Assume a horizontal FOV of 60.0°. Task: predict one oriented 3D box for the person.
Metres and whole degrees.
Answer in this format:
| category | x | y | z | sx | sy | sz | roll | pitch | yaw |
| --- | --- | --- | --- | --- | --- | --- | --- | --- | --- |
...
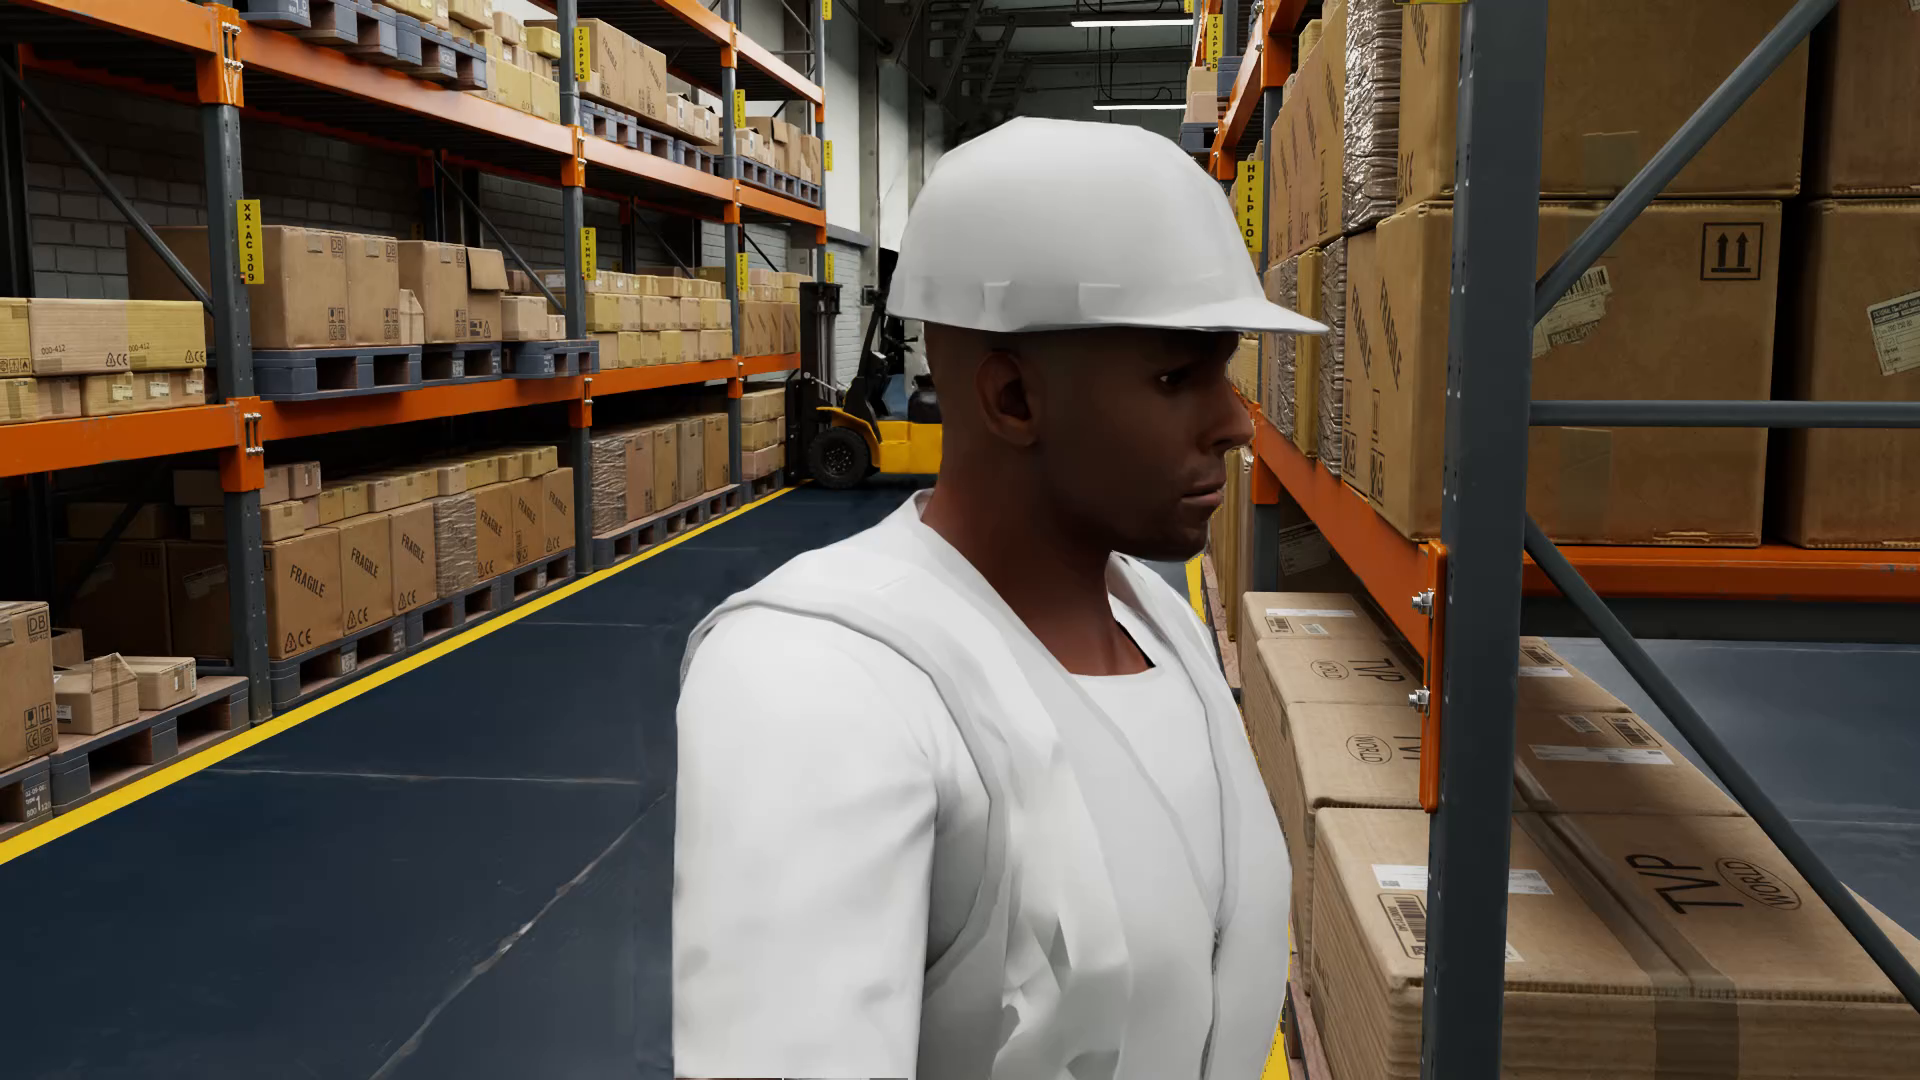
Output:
| category | x | y | z | sx | sy | sz | roll | pitch | yaw |
| --- | --- | --- | --- | --- | --- | --- | --- | --- | --- |
| person | 0.081 | 0.594 | 1.102 | 0.926 | 1.728 | 0.661 | 6 | 10 | 38 |
